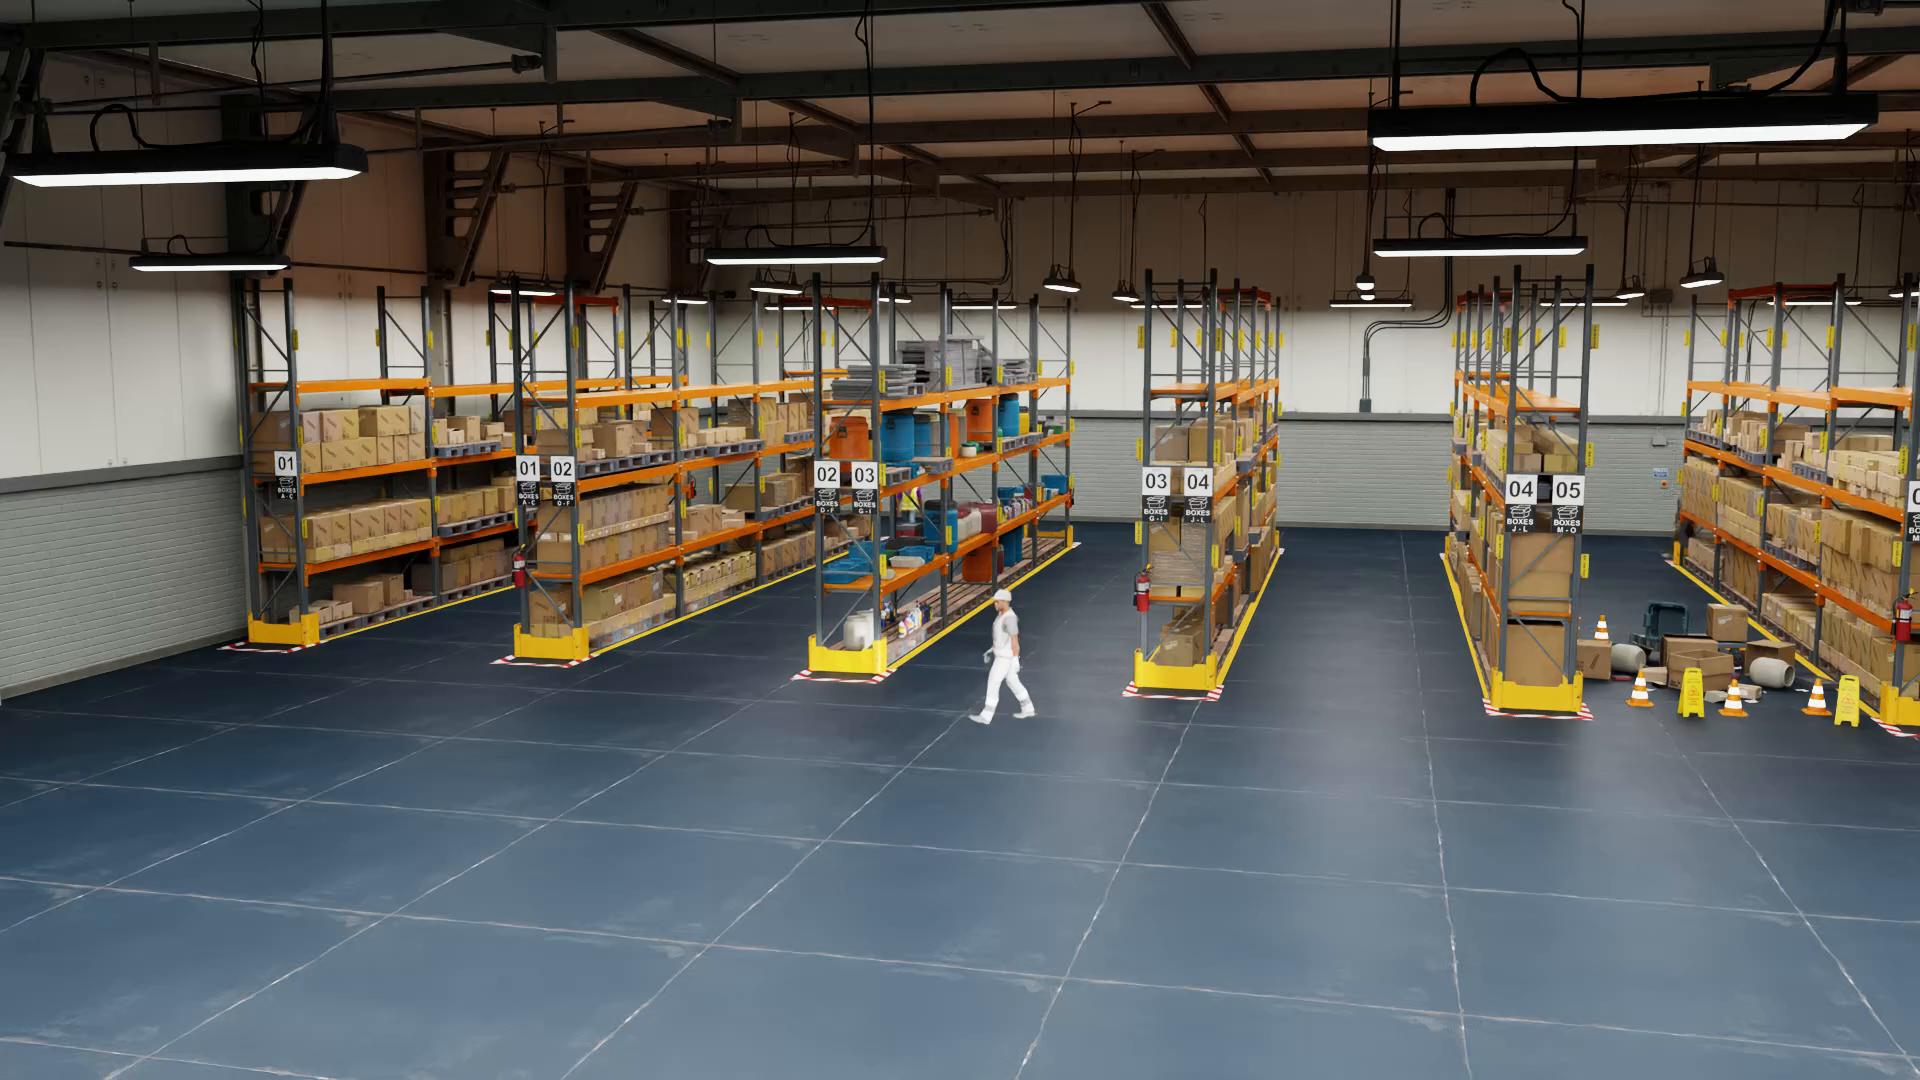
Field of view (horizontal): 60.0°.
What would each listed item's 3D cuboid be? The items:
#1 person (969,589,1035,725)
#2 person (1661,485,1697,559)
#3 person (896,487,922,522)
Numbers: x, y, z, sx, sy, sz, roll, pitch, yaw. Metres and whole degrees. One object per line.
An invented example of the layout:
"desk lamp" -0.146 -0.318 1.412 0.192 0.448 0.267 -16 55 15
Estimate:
"person" 0.547 1.497 21.838 0.903 1.712 0.520 -1 7 -5
"person" 16.662 -0.432 38.108 1.111 1.737 0.576 1 7 8
"person" -1.257 -0.738 40.765 0.596 1.712 1.093 1 7 12
